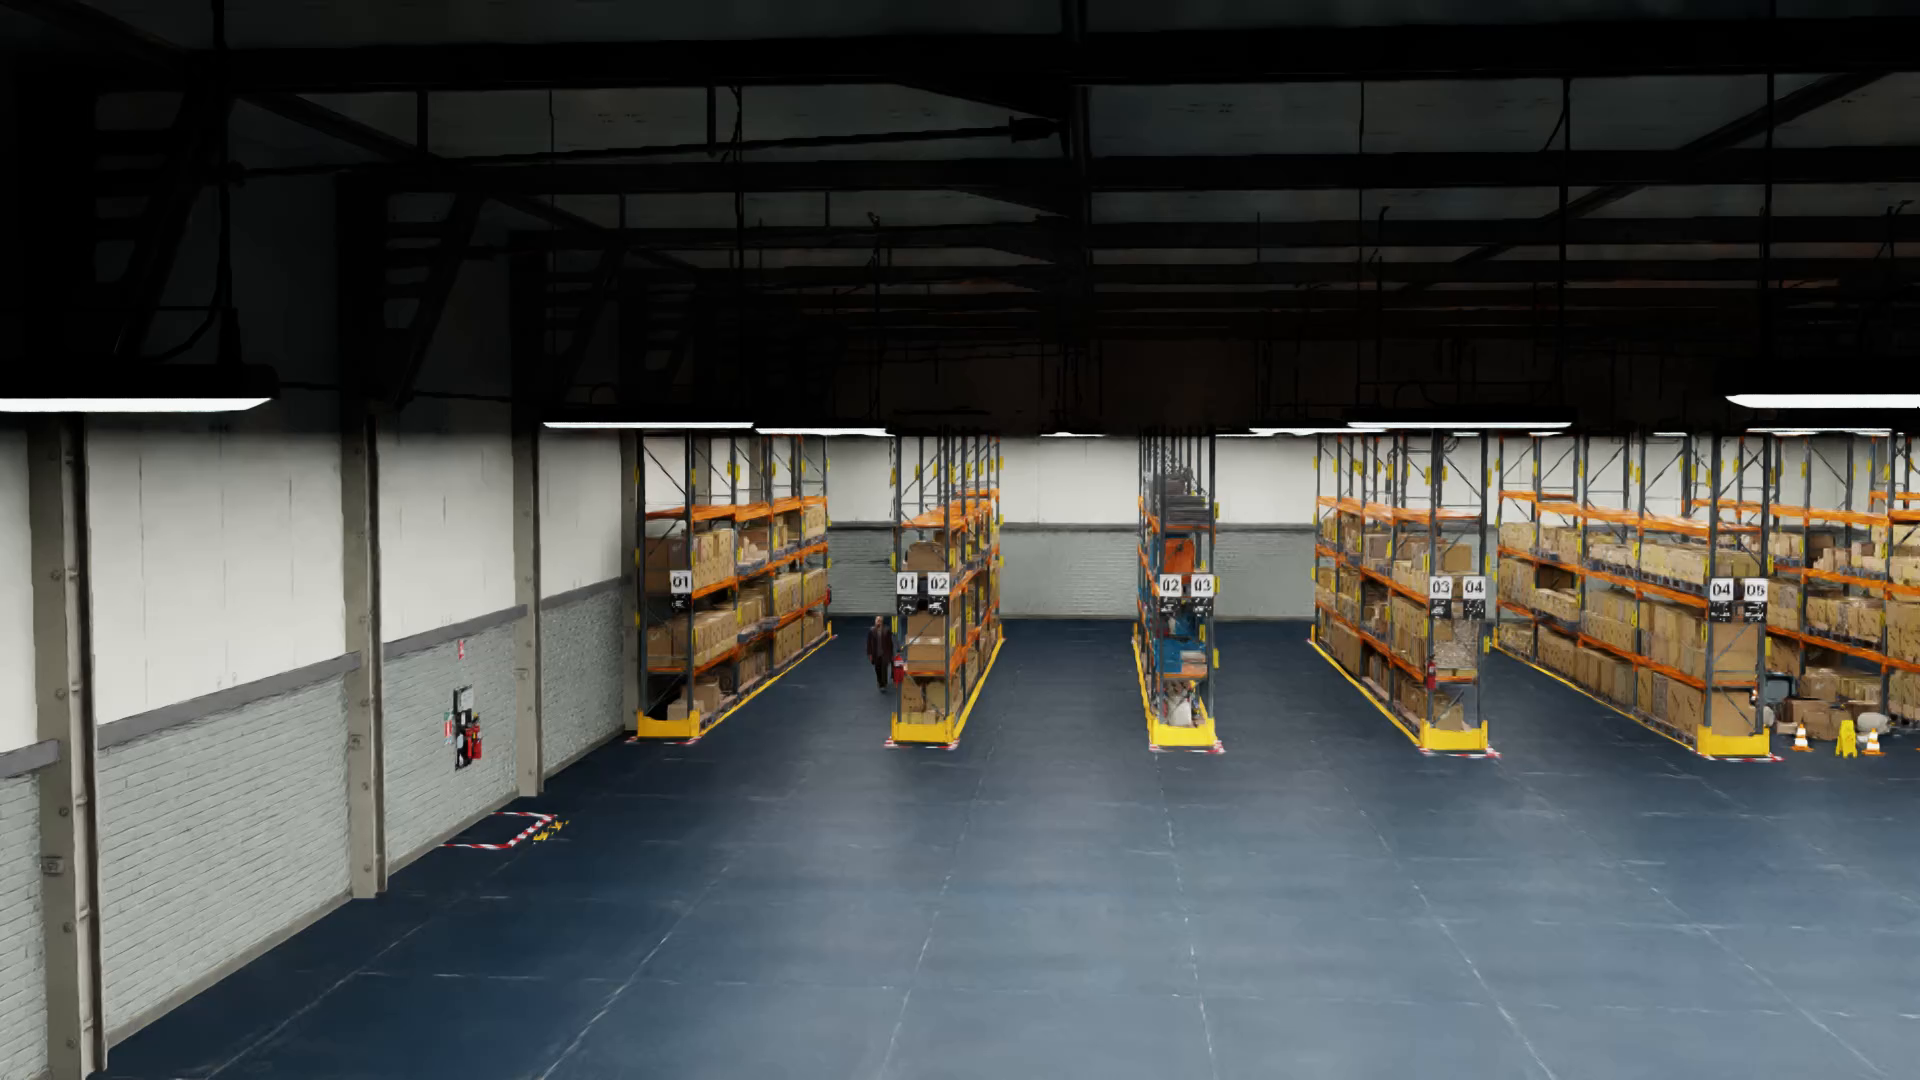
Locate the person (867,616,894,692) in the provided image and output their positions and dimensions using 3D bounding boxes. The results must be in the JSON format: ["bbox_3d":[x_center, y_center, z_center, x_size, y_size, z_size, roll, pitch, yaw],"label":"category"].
[{"bbox_3d":[-1.829,2.554,37.721,0.583,1.696,1.175,0,4,8],"label":"person"}]

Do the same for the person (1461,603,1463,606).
[{"bbox_3d":[15.431,1.833,50.413,0.572,1.660,0.499,-3,4,-39],"label":"person"}]
